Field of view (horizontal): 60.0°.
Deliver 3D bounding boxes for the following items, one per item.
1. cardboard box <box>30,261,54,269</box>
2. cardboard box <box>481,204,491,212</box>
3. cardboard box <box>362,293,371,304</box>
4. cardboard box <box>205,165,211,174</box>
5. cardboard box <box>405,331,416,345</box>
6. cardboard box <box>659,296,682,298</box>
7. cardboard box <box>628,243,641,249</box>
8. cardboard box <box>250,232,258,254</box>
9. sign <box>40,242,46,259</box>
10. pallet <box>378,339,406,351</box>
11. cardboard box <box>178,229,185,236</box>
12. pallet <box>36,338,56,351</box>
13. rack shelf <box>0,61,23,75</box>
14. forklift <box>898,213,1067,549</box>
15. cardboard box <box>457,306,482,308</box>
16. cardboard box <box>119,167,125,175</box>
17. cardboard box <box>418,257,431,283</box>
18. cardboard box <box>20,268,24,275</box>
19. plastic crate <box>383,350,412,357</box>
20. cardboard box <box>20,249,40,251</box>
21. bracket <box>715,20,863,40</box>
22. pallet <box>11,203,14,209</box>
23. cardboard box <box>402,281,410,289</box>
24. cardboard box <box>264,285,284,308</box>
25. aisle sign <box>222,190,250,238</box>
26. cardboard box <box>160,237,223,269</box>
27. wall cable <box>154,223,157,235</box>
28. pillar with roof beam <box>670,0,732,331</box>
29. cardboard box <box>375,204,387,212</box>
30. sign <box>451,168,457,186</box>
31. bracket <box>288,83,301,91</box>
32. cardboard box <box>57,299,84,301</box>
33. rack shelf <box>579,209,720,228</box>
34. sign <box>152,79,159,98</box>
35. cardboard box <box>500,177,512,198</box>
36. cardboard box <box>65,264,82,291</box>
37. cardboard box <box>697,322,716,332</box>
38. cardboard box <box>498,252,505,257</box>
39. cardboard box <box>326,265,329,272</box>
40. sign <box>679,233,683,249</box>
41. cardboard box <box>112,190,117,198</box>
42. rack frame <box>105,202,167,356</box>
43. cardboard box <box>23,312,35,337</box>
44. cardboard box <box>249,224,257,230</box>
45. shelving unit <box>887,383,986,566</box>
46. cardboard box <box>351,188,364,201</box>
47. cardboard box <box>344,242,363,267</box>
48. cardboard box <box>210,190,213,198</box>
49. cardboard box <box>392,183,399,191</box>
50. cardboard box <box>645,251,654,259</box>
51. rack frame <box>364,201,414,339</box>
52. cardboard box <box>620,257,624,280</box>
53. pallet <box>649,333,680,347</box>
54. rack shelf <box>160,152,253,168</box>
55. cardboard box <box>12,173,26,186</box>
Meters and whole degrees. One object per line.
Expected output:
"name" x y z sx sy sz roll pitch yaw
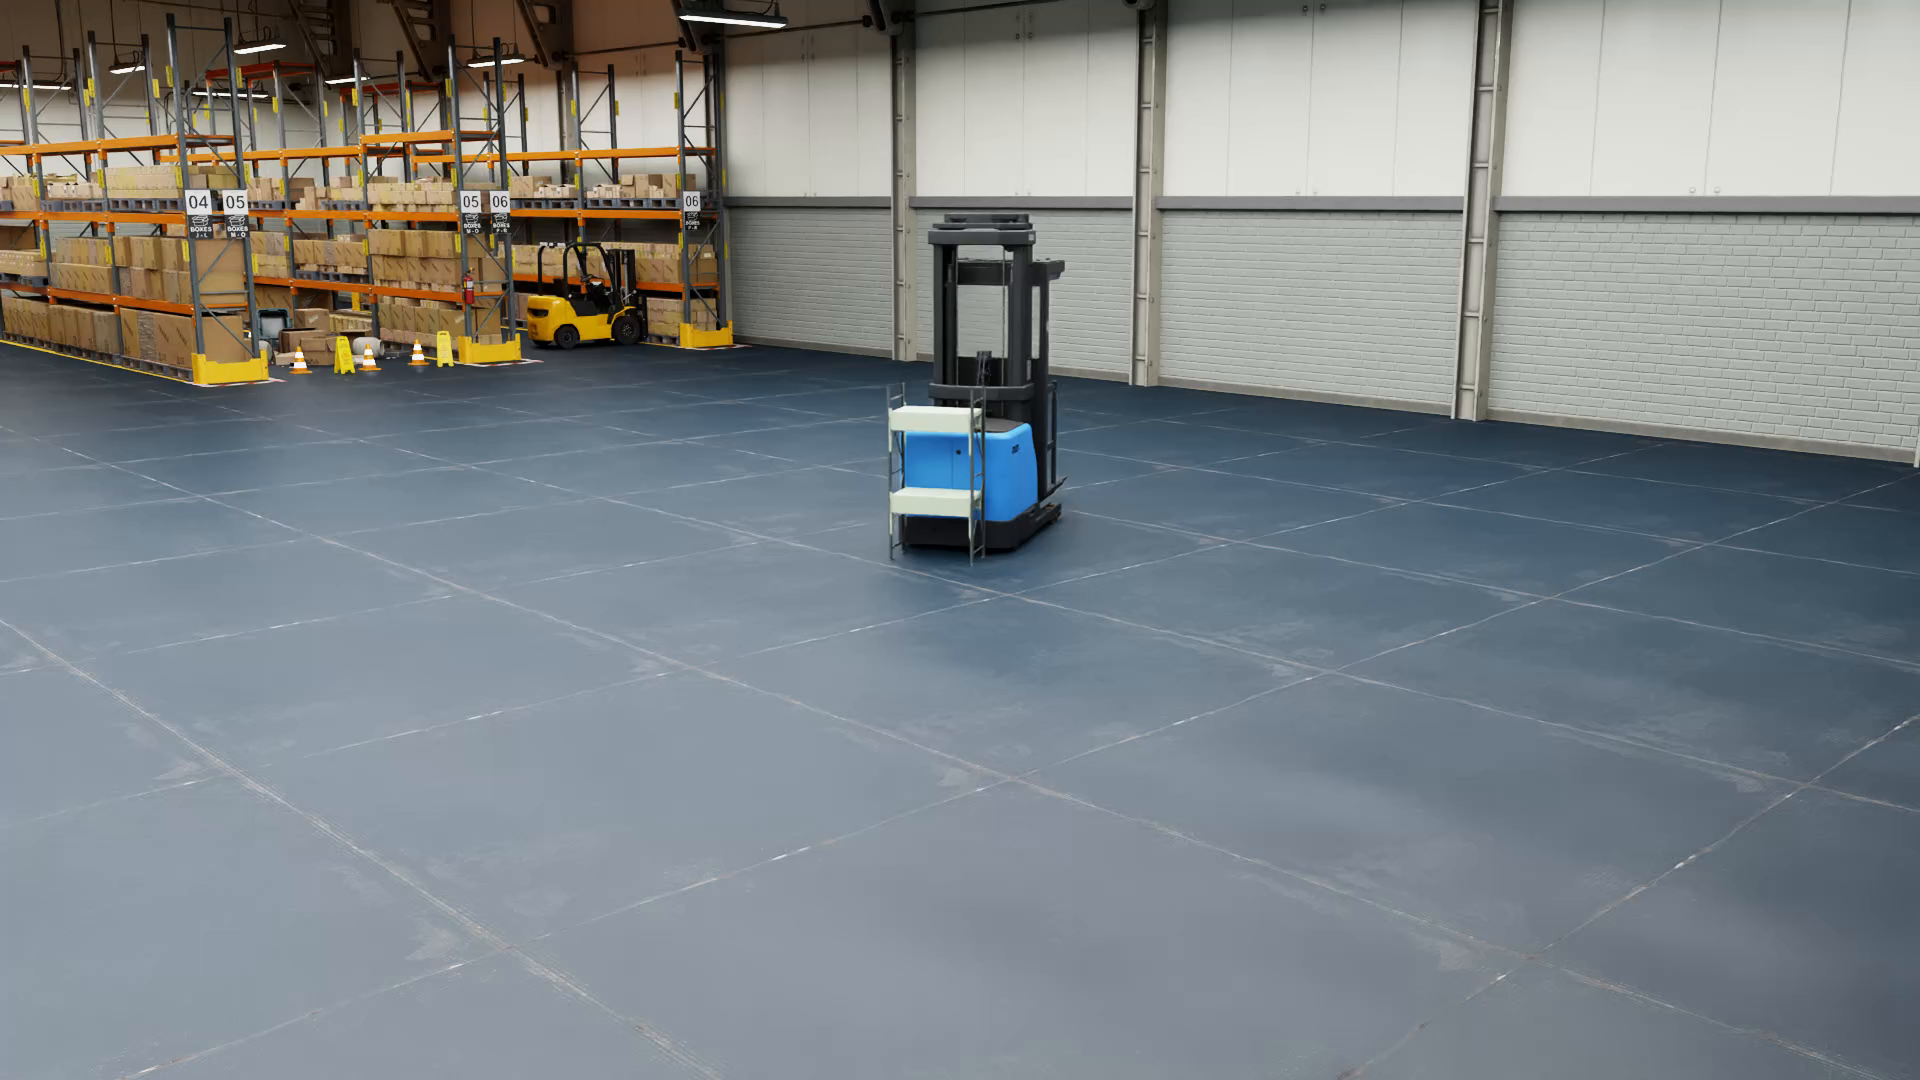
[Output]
"cardboard box" -18.672 -5.598 33.831 0.380 0.149 0.250 -10 16 -41
"cardboard box" -8.961 -6.337 31.766 0.380 0.149 0.250 -11 16 -42
"cardboard box" -16.075 -6.806 45.995 0.637 0.503 0.797 11 16 43
"cardboard box" -12.649 -6.314 28.389 0.380 0.149 0.250 -11 16 -42
"cardboard box" -10.772 -4.063 33.312 0.500 0.250 0.500 -11 16 -43
"cardboard box" -6.259 -5.182 36.264 0.500 0.250 0.500 -11 16 -43
"cardboard box" -7.004 -6.387 36.227 0.380 0.149 0.250 -11 16 -42
"cardboard box" -16.080 -6.865 38.412 0.500 0.500 0.500 -11 16 -43
"sign" -18.387 -5.812 33.353 0.100 0.325 0.005 -11 16 -43
"pallet" -11.239 -4.023 34.252 1.003 0.211 1.213 -11 16 -43
"cardboard box" -19.167 -7.513 41.558 0.500 0.500 0.500 -11 16 -43
"pallet" -18.540 -4.109 34.672 1.003 0.211 1.213 -11 16 -43
"rack shelf" -22.145 -10.450 37.218 1.077 0.370 4.000 -11 16 -43
"forklift" 0.357 -1.608 15.791 1.130 2.935 3.031 3 12 16
"cardboard box" -9.705 -4.359 32.890 0.500 0.500 0.500 11 16 43
"cardboard box" -14.707 -6.557 29.565 0.380 0.149 0.250 -11 16 -43
"cardboard box" -10.226 -5.280 32.461 0.500 0.500 0.500 -11 16 -43
"cardboard box" -19.192 -5.562 34.396 0.380 0.149 0.250 -11 16 -43
"plastic crate" -11.238 -3.708 33.050 0.583 0.080 0.402 6 13 26
"cardboard box" -20.345 -6.287 36.440 0.380 0.149 0.250 -10 15 -40
"bracket" -3.387 -10.030 32.712 0.076 0.066 4.783 -11 16 -43
"pallet" -20.415 -7.217 35.876 1.213 0.211 1.003 -11 16 -43
"cardboard box" -10.867 -5.080 33.095 0.380 0.149 0.250 -11 16 -42
"cardboard box" -15.521 -5.473 38.608 0.875 0.875 0.875 -11 16 -42
"aisle sign" -12.211 -5.498 28.059 0.394 0.787 0.004 -11 16 -43
"cardboard box" -13.440 -5.023 29.150 0.875 0.550 0.550 -11 16 -43
"wall cable" -22.909 -8.749 47.766 0.588 1.984 0.122 -11 16 -43
"pillar with roof beam" -8.322 -8.156 32.534 9.100 9.000 0.548 -11 16 -43
"cardboard box" -11.552 -6.702 33.533 0.380 0.149 0.250 -11 16 -42
"sign" -9.382 -6.726 30.835 0.100 0.325 0.005 -11 16 -43
"bracket" -19.819 -13.502 49.566 0.235 0.232 0.430 -11 16 -43
"cardboard box" -18.653 -4.918 34.982 0.500 0.250 0.500 -11 16 -43
"rack shelf" -6.760 -6.999 36.135 1.077 0.370 4.000 -11 16 -43
"sign" -14.821 -8.324 30.645 0.100 0.325 0.005 -11 16 -43
"cardboard box" -10.580 -8.391 39.572 0.500 0.500 0.500 -11 16 -42
"cardboard box" -17.186 -5.159 32.610 0.500 0.500 0.500 -11 16 -43
"cardboard box" -5.577 -4.548 35.664 0.500 0.250 0.500 -11 16 -42
"cardboard box" -10.792 -6.827 40.084 0.500 0.250 0.500 -11 16 -43
"cardboard box" -13.453 -5.879 35.934 0.380 0.149 0.250 -10 15 -40
"sign" -5.781 -6.199 34.451 0.100 0.325 0.005 -11 16 -43
"cardboard box" -15.053 -6.240 30.003 0.380 0.149 0.250 -11 16 -42
"rack frame" -15.239 -4.777 31.003 1.000 3.000 0.127 -11 16 -43
"cardboard box" -19.378 -4.553 35.069 0.500 0.500 0.500 11 16 43
"cardboard box" -17.284 -7.588 40.312 0.380 0.149 0.250 -11 16 -43
"shelving unit" -0.199 -0.570 14.298 0.755 1.500 0.431 3 12 16
"cardboard box" -12.237 -7.148 34.408 0.500 0.250 0.500 -11 16 -44
"cardboard box" -12.557 -5.989 34.862 0.500 0.500 0.500 -11 16 -42
"cardboard box" -12.658 -5.926 28.479 0.380 0.149 0.250 -11 16 -42
"cardboard box" -11.001 -6.982 32.917 0.250 0.149 0.380 11 16 43
"cardboard box" -6.536 -6.118 35.656 0.250 0.149 0.380 11 16 43
"rack frame" -11.729 -5.481 34.422 1.000 3.000 0.127 -11 16 -43
"cardboard box" -7.302 -5.974 36.565 0.500 0.500 0.500 -11 16 -43
"pallet" -5.937 -4.330 35.743 1.003 0.211 1.213 -11 16 -43
"rack shelf" -18.635 -9.331 41.014 1.077 0.370 4.000 -11 16 -43
"cardboard box" -19.372 -7.461 34.454 0.396 0.266 0.258 -11 16 -43
